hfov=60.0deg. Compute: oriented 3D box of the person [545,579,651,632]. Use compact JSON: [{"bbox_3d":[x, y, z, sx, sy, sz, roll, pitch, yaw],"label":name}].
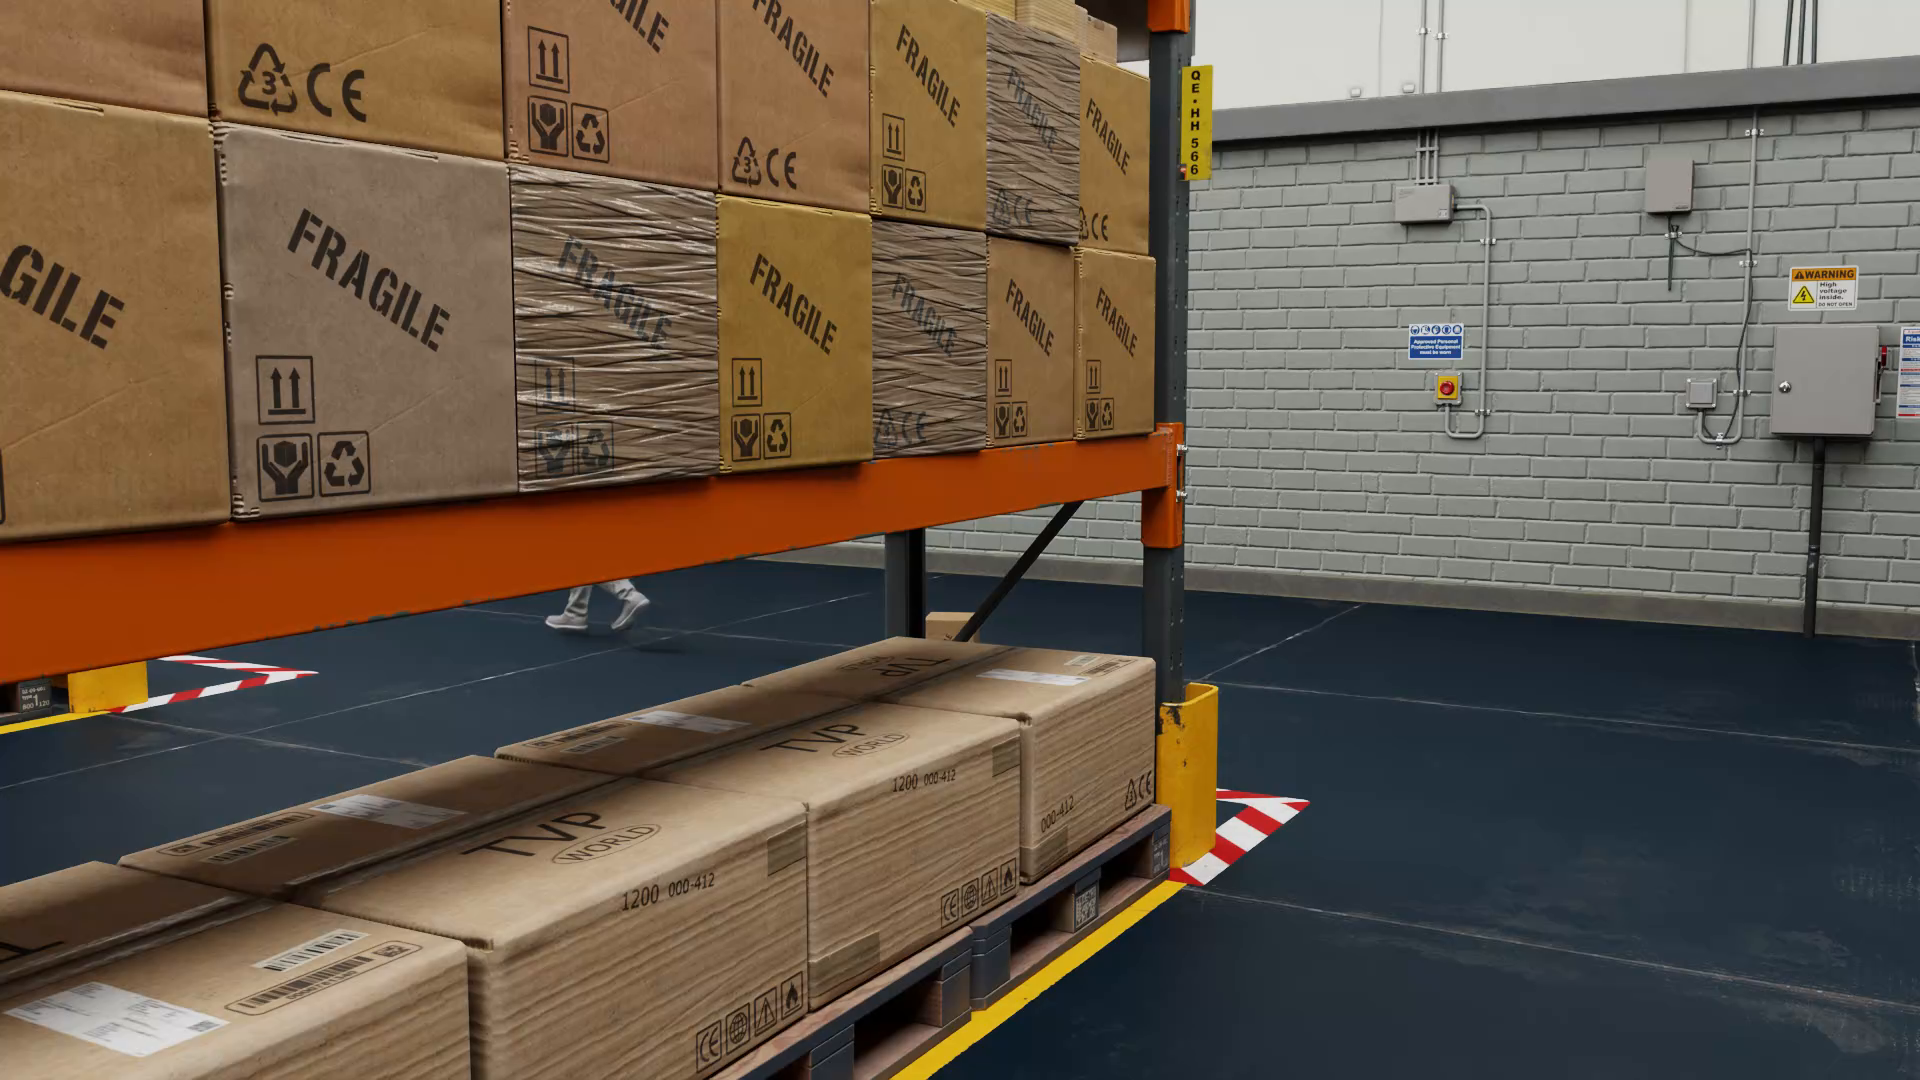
[{"bbox_3d":[-1.971,-0.302,8.970,0.901,1.648,0.476,4,7,33],"label":"person"}]
